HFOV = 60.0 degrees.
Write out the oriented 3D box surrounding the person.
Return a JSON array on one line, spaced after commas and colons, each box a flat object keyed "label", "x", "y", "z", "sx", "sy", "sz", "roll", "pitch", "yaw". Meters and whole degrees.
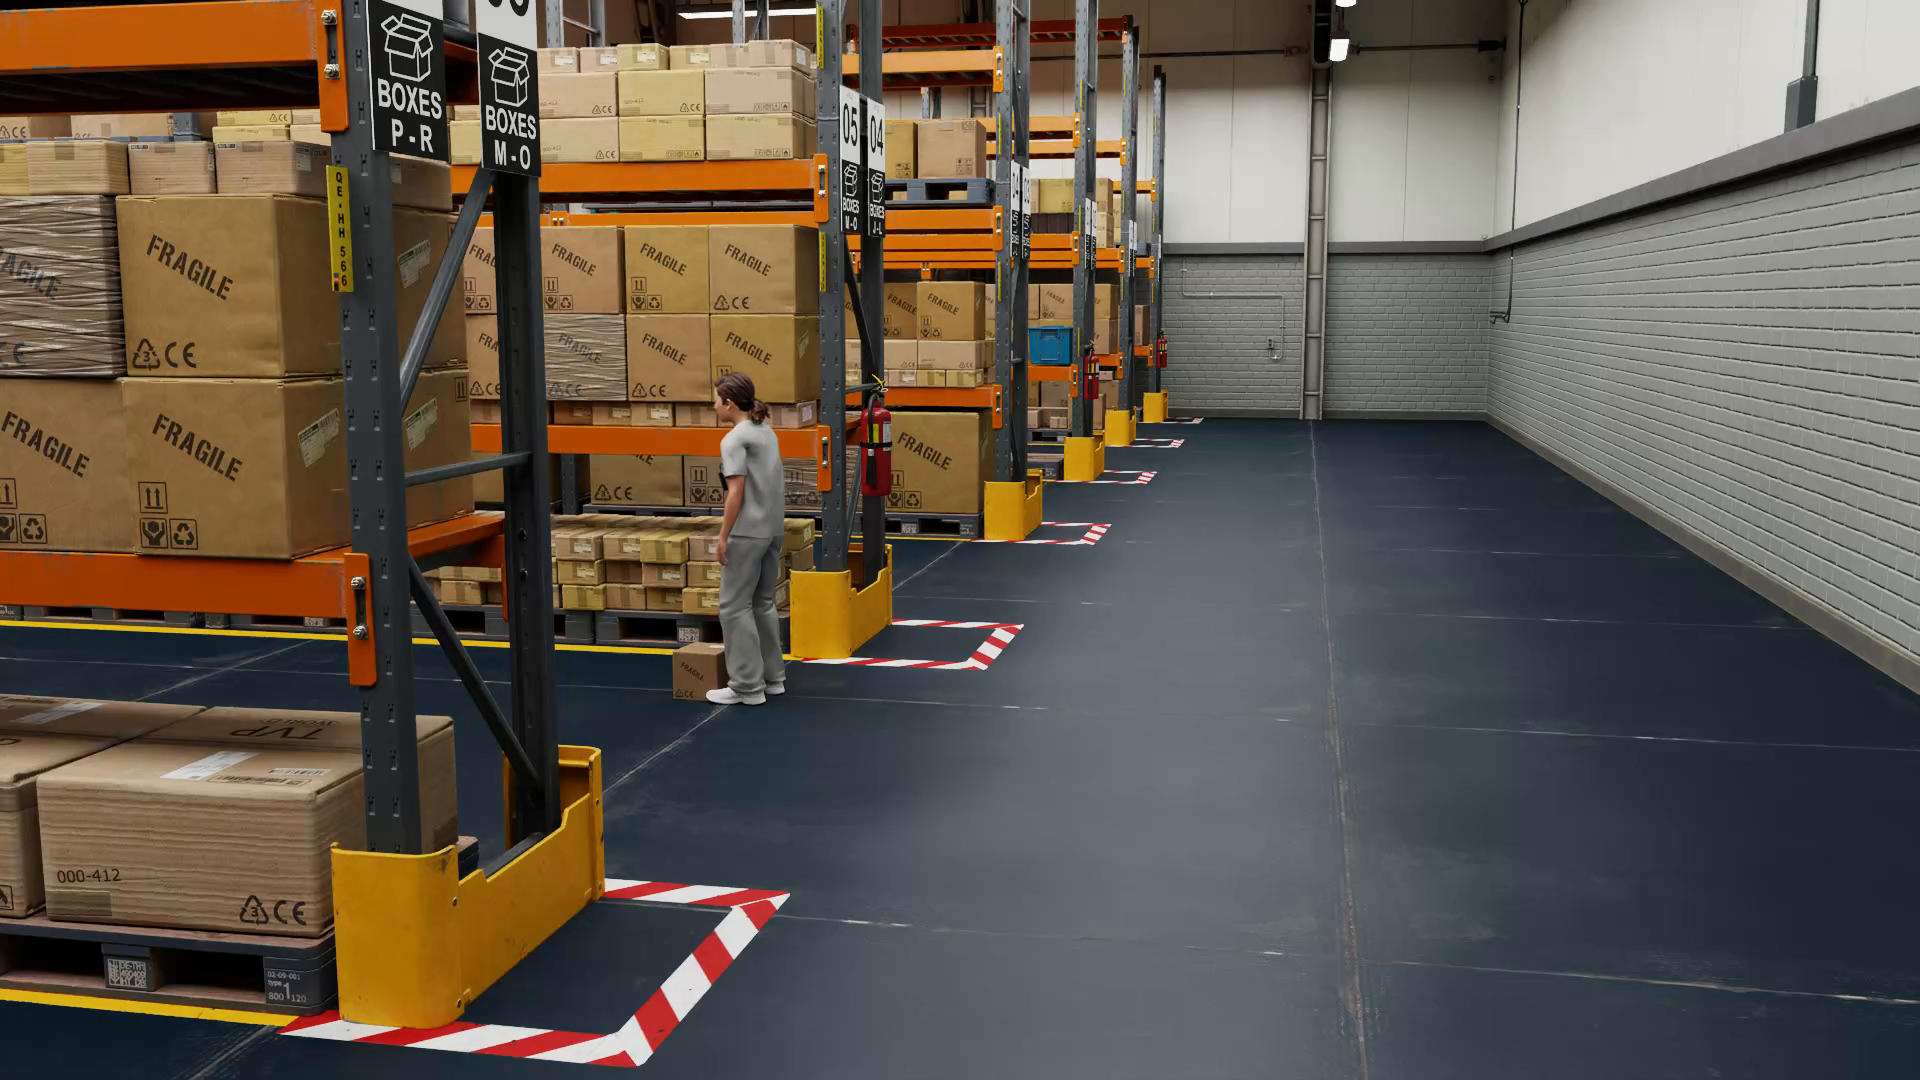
[{"label": "person", "x": -1.076, "y": -0.014, "z": 8.418, "sx": 0.359, "sy": 1.673, "sz": 0.486, "roll": 3, "pitch": 9, "yaw": 20}]
